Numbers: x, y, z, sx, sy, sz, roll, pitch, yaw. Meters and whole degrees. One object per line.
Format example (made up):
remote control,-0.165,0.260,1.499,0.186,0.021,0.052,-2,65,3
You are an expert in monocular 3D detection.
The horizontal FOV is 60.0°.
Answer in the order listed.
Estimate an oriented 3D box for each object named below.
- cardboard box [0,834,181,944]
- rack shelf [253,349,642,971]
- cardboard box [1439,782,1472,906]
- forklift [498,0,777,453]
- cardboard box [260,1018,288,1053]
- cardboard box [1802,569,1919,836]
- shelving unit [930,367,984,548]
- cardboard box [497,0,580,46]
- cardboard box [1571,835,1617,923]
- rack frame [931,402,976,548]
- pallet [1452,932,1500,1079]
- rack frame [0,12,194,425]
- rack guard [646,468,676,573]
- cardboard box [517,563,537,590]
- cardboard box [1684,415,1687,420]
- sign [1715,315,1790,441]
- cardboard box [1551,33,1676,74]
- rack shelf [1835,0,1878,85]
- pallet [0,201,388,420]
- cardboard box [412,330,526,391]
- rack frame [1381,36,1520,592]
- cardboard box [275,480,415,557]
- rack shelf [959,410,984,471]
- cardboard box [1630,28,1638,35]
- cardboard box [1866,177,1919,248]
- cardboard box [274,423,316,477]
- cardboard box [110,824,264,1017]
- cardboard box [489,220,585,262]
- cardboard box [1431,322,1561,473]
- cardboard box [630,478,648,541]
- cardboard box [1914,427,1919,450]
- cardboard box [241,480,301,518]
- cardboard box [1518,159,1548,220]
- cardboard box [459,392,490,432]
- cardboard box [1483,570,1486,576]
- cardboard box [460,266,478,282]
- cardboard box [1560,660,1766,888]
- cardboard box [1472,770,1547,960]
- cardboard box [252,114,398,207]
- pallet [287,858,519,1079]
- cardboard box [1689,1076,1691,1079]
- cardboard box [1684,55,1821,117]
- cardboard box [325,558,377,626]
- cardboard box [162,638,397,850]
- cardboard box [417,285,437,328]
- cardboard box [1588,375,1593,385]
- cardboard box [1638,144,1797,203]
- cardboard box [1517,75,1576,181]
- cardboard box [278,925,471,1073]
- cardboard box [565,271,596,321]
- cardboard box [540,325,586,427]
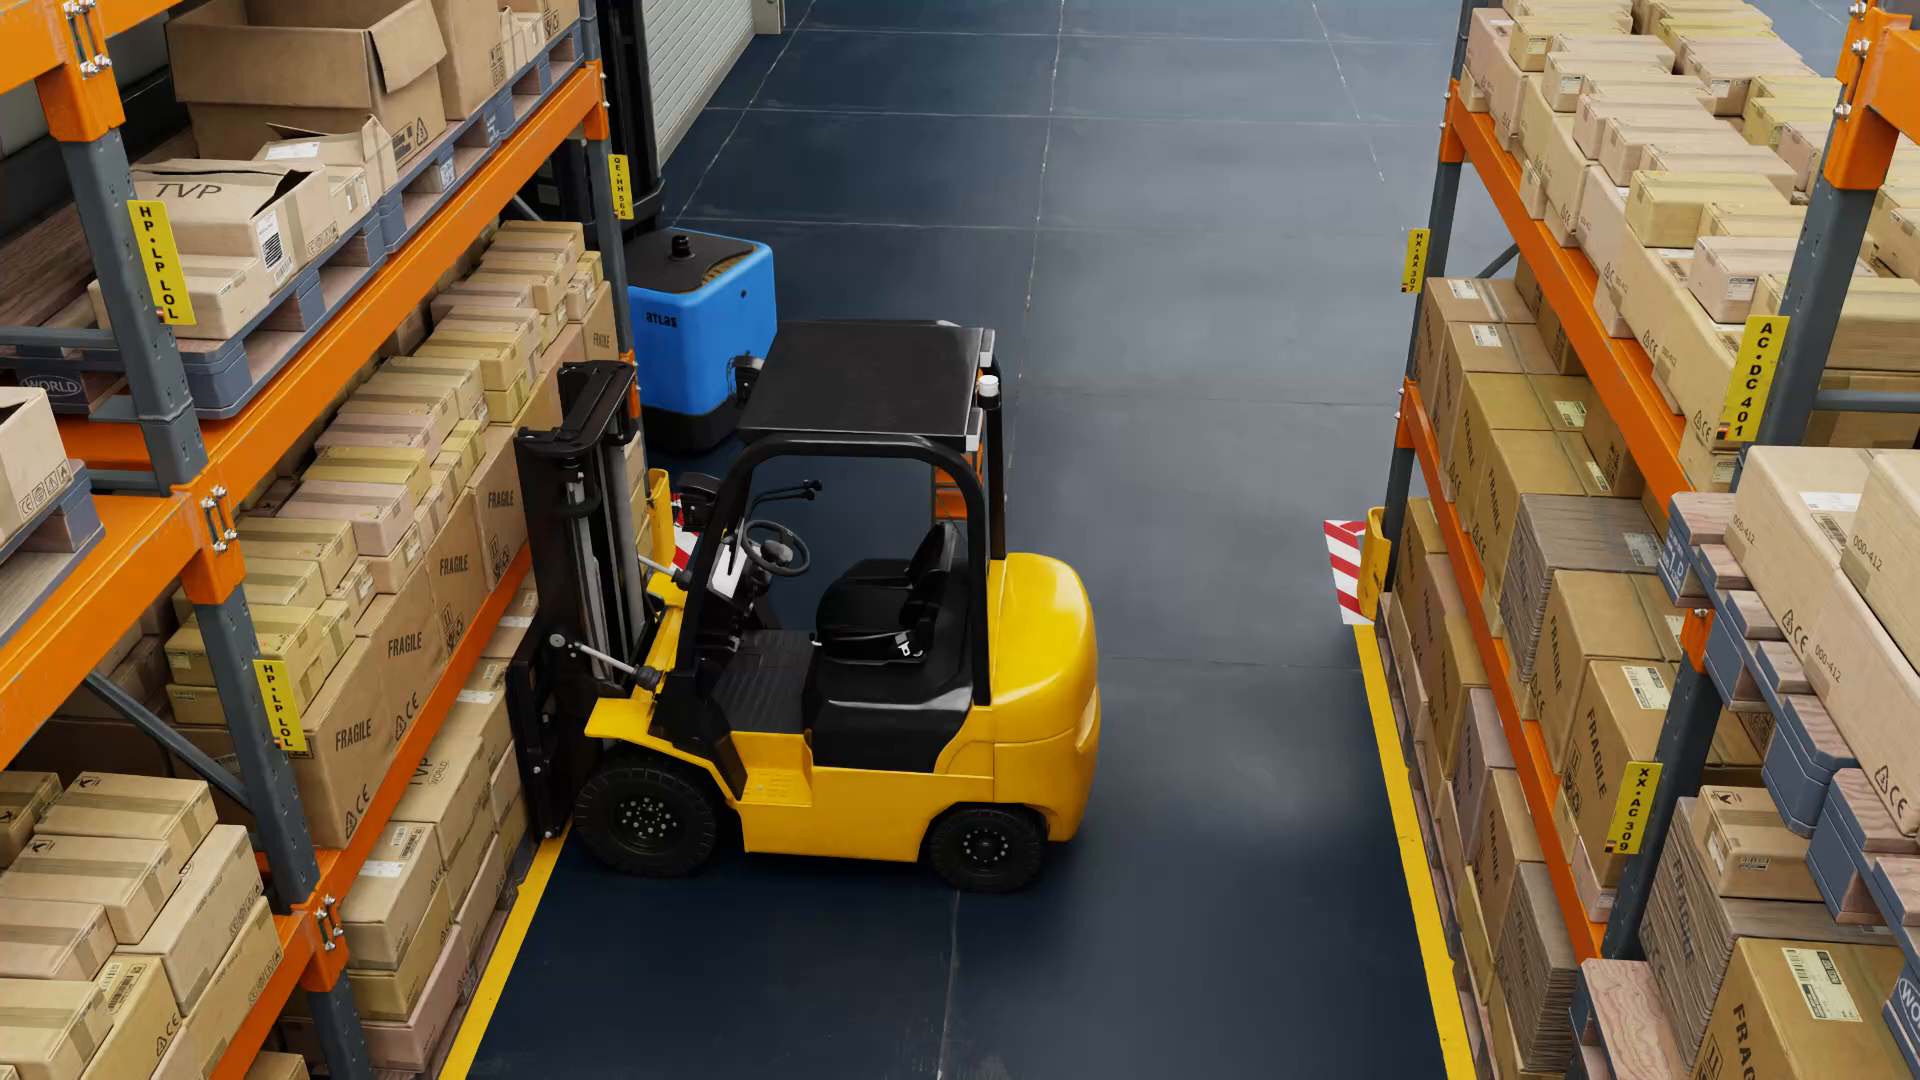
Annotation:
cardboard box,-2.338,0.932,4.446,0.380,0.149,0.250,2,32,3
rack shelf,-2.366,0.187,7.054,1.077,0.370,4.000,2,32,4
cardboard box,2.278,1.263,6.842,0.500,0.250,0.500,3,32,5
forklift,-2.734,-2.301,10.470,3.031,2.935,1.130,13,34,21
cardboard box,-2.691,1.656,6.205,0.500,0.250,0.500,3,32,4
cardboard box,1.931,0.298,3.071,0.500,0.250,0.500,2,32,3
shelving unit,-0.013,-0.424,9.075,0.258,1.200,0.503,2,32,4
cardboard box,-1.996,-2.464,7.220,0.500,0.500,0.500,3,32,6
cardboard box,2.141,1.062,5.187,0.380,0.149,0.250,2,32,3
rack frame,-0.033,-0.297,8.868,0.240,1.200,0.015,2,32,4
pallet,2.438,1.971,6.131,1.003,0.211,1.213,2,32,4
rack frame,-2.529,-1.628,3.594,1.000,3.000,0.127,2,32,4
rack guard,-2.201,-0.114,9.238,1.175,0.500,0.348,2,32,4
cardboard box,-1.997,0.187,7.636,0.500,0.250,0.500,3,32,5
cardboard box,2.249,-0.340,4.603,0.380,0.149,0.250,3,32,5
sign,1.877,-0.380,3.936,0.100,0.325,0.005,2,32,4
cardboard box,2.406,-1.765,6.156,0.380,0.149,0.250,2,32,4
rack shelf,2.581,-2.156,5.140,1.077,0.370,4.000,2,32,4
pallet,-2.485,-0.760,5.130,1.003,0.211,1.213,2,32,4
cardboard box,-2.026,-0.743,6.879,0.380,0.149,0.250,3,32,5
rack frame,2.744,-0.955,8.221,1.000,3.000,0.127,2,32,4
cardboard box,-2.141,-0.078,5.800,0.380,0.149,0.250,3,32,5
rack shelf,-0.013,-0.557,8.993,0.258,0.148,0.480,2,32,4
cardboard box,2.971,-2.016,6.943,0.500,0.250,0.500,2,32,3
cardboard box,2.840,-0.935,4.809,0.380,0.149,0.250,2,32,4
cardboard box,-2.668,-0.367,6.270,0.380,0.149,0.250,2,32,3
cardboard box,-2.314,1.045,4.642,0.500,0.250,0.500,2,32,3
cardboard box,-2.022,-1.414,7.969,0.380,0.149,0.250,3,32,4
cardboard box,2.390,-0.618,7.294,0.500,0.500,0.500,3,32,5
cardboard box,-1.931,-0.118,8.607,0.500,0.250,0.500,2,32,3
cardboard box,2.727,-0.422,4.356,0.500,0.250,0.500,2,32,3
cardboard box,-2.647,-0.105,6.128,0.380,0.149,0.250,3,32,6
cardboard box,2.292,-1.290,6.144,0.380,0.149,0.250,3,32,5
cardboard box,-2.142,-0.492,6.756,0.380,0.149,0.250,2,32,4
cardboard box,2.335,0.133,6.694,0.380,0.149,0.250,2,32,3
cardboard box,-2.446,-1.186,7.882,0.380,0.149,0.250,2,32,4
cardboard box,2.207,0.724,5.117,0.500,0.500,0.500,2,32,3
cardboard box,2.239,1.222,6.194,0.500,0.500,0.500,3,32,5
cardboard box,-2.105,-1.278,5.518,0.396,0.266,0.258,2,32,3
pallet,-2.422,1.699,6.571,1.003,0.211,1.213,2,32,4
cardboard box,2.030,1.470,4.125,0.380,0.149,0.250,3,32,5
cardboard box,2.803,-1.614,5.911,0.380,0.149,0.250,2,32,3
cardboard box,-2.228,0.179,5.667,0.380,0.149,0.250,2,32,4
cardboard box,-2.233,0.663,5.500,0.500,0.500,0.500,2,32,3
cardboard box,-2.541,-1.041,7.364,0.380,0.149,0.250,3,32,4
cardboard box,2.933,-0.738,6.537,0.700,0.500,0.500,2,32,3
cardboard box,2.296,-1.094,5.066,0.380,0.149,0.250,2,32,3
cardboard box,2.370,-1.509,6.120,0.500,0.250,0.500,3,32,5
cardboard box,-2.160,1.679,6.167,0.500,0.250,0.500,3,32,4
cardboard box,-1.943,-1.156,7.833,0.380,0.149,0.250,3,32,5
cardboard box,-2.033,-0.668,7.660,0.500,0.500,0.500,3,32,6
